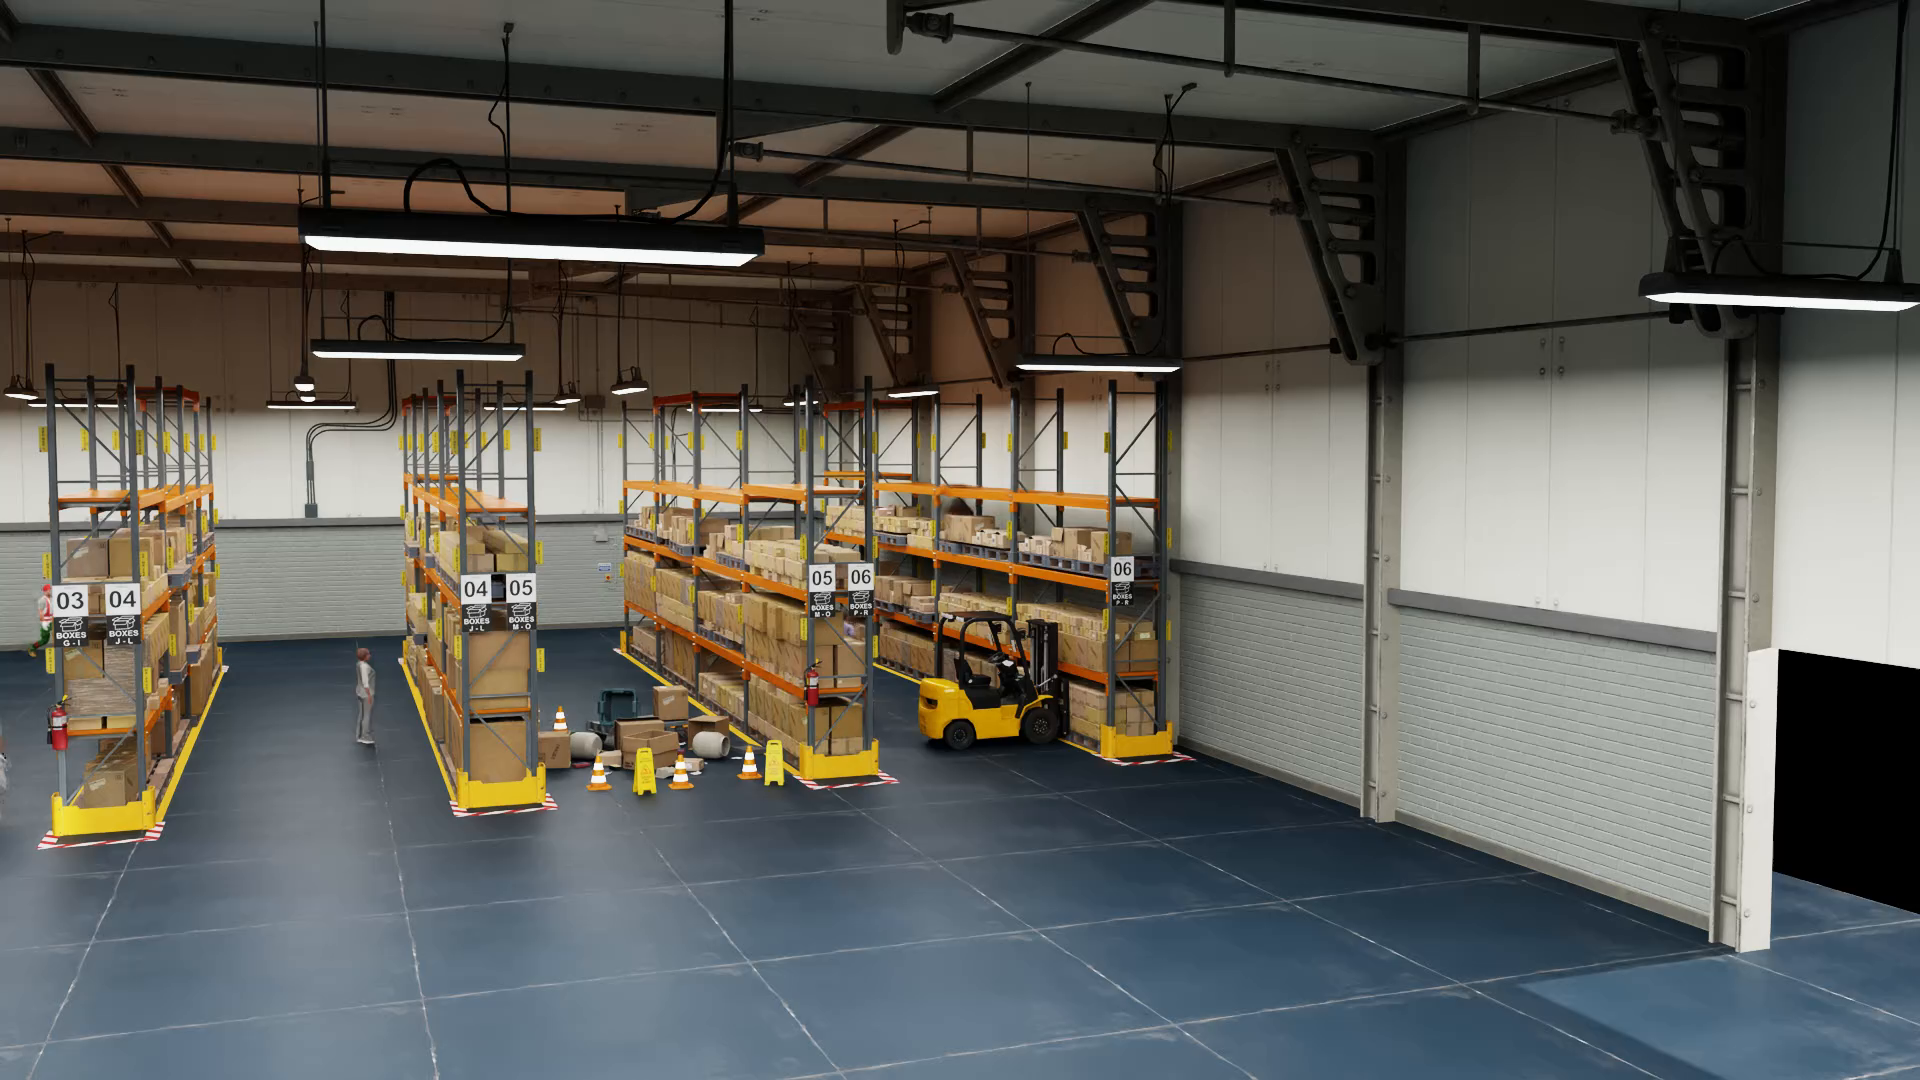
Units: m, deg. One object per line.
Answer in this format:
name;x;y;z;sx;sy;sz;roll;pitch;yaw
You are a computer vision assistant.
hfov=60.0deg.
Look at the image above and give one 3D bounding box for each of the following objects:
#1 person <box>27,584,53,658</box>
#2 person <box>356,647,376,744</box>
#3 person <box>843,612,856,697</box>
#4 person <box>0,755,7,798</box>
person;-20.964;1.892;38.193;0.862;1.751;0.555;1;3;15
person;-9.865;2.581;27.656;0.319;1.605;0.422;-3;4;-40
person;-2.198;2.180;31.360;0.462;1.662;0.822;-1;4;-22
person;-12.580;2.862;21.423;0.519;1.790;0.626;1;3;11
